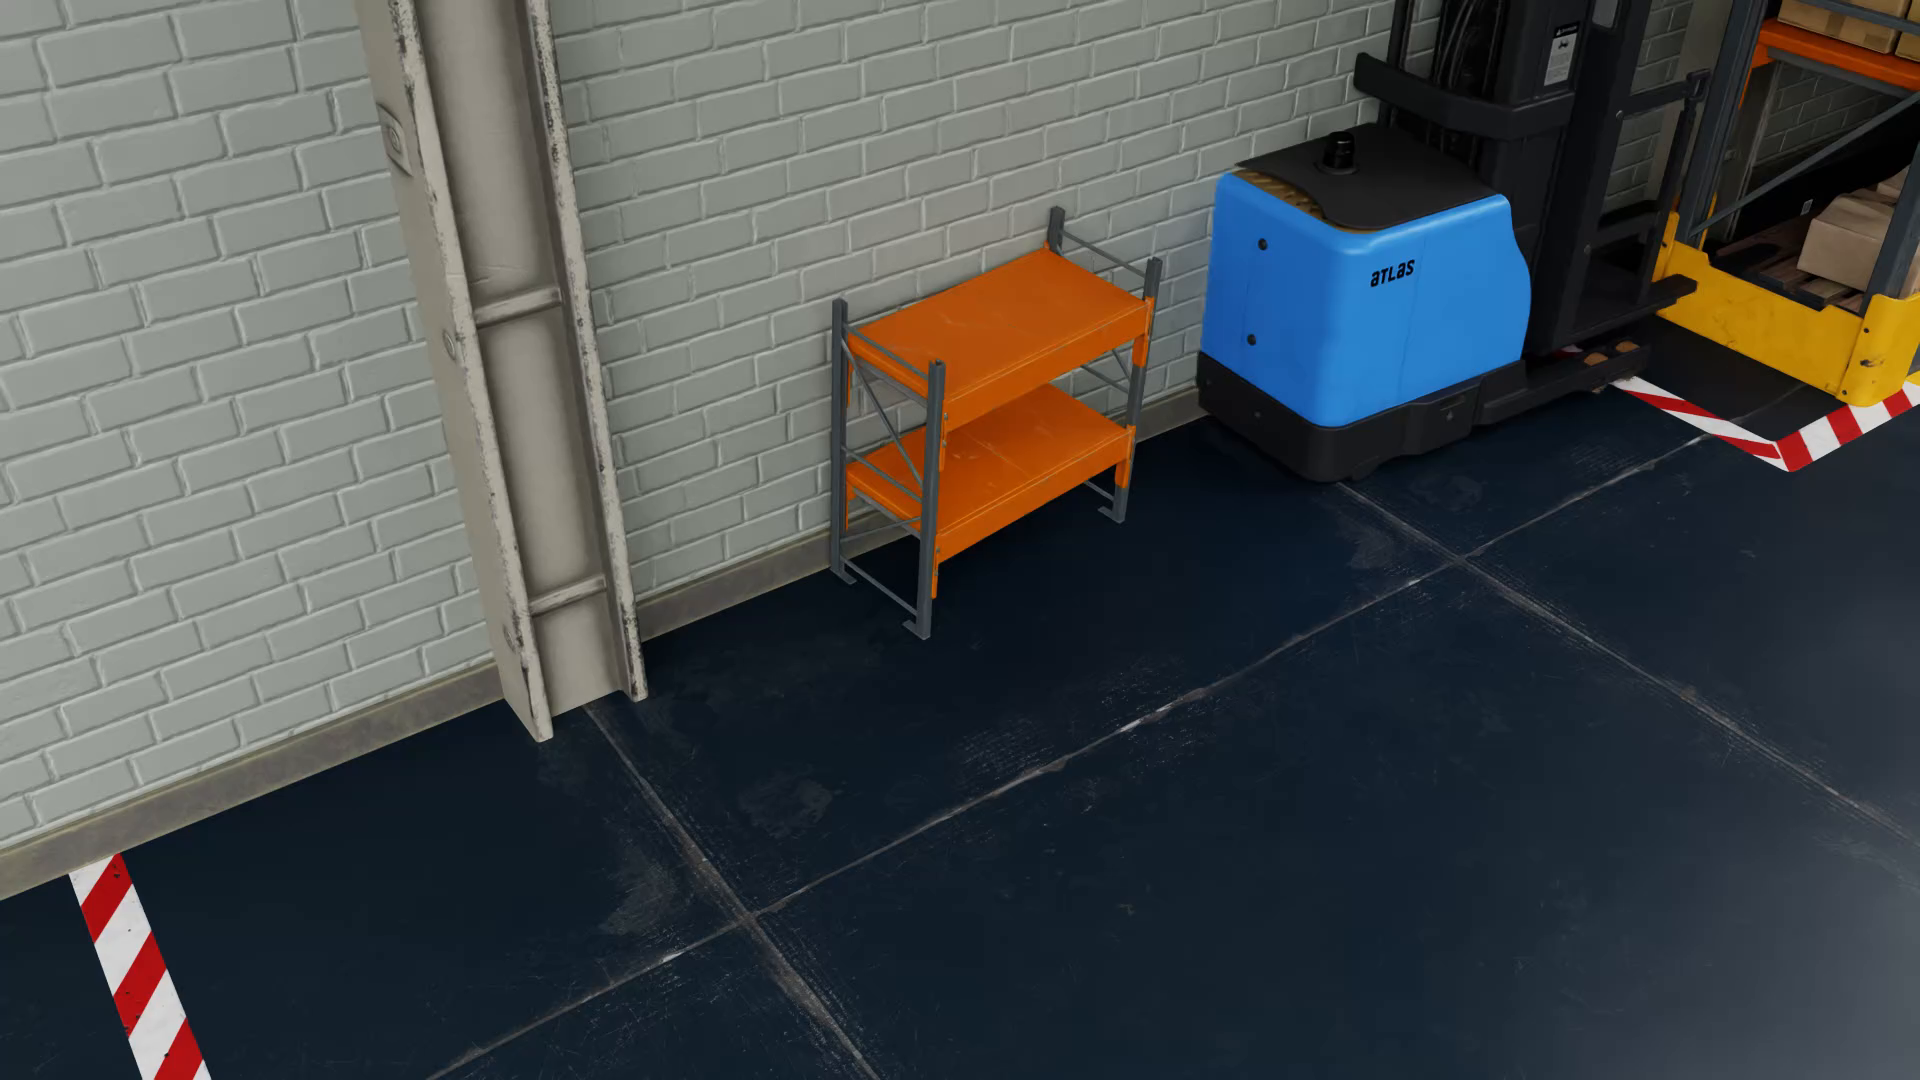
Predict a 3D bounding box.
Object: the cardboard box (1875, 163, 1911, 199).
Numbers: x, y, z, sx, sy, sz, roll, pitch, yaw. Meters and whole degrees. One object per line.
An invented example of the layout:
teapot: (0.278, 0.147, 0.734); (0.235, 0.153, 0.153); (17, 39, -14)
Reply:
cardboard box: (4.632, -1.544, 7.753); (0.500, 0.311, 0.500); (-19, 40, -24)

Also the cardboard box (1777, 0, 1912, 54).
cardboard box: (3.819, -2.272, 6.951); (0.500, 0.250, 0.500); (-22, 41, -27)

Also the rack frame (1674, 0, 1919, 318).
rack frame: (3.548, -2.075, 6.566); (0.127, 3.000, 1.000); (-22, 41, -28)

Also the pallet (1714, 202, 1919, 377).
pallet: (4.295, -1.225, 7.772); (1.213, 0.211, 1.003); (-22, 41, -28)

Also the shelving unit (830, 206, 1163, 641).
shelving unit: (0.110, -0.420, 5.840); (1.048, 1.125, 0.538); (-29, 49, -34)

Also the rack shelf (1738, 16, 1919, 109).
rack shelf: (5.183, -2.456, 7.711); (4.000, 0.370, 1.077); (-22, 41, -28)

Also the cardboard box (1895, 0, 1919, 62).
cardboard box: (4.130, -2.035, 6.622); (0.500, 0.250, 0.500); (-24, 42, -29)

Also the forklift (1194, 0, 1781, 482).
forklift: (2.379, -2.062, 6.607); (3.031, 2.935, 1.130); (-20, 40, -26)

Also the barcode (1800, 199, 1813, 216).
barcode: (3.950, -1.552, 7.758); (0.075, 0.075, 0.001); (-22, 41, -28)

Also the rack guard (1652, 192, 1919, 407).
rack guard: (3.610, -1.086, 7.331); (0.348, 0.500, 1.175); (-22, 41, -28)

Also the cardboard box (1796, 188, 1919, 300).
cardboard box: (4.166, -1.352, 7.487); (0.500, 0.311, 0.500); (-28, 44, -33)

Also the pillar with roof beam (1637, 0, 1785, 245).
pillar with roof beam: (6.102, -3.104, 2.859); (0.400, 9.000, 9.100); (-22, 41, -28)

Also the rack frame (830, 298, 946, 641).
rack frame: (-0.257, -0.215, 5.553); (0.032, 1.125, 0.500); (-29, 49, -34)

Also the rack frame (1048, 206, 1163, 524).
rack frame: (0.476, -0.625, 6.127); (0.032, 1.125, 0.500); (-29, 49, -34)

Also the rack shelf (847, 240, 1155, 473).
rack shelf: (0.126, -0.648, 5.657); (1.000, 0.278, 0.538); (-29, 49, -34)

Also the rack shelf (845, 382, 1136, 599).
rack shelf: (0.096, -0.230, 5.993); (1.000, 0.278, 0.538); (-29, 49, -34)

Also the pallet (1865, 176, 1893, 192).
pallet: (5.291, -1.633, 8.339); (1.213, 0.211, 1.003); (-22, 41, -28)
